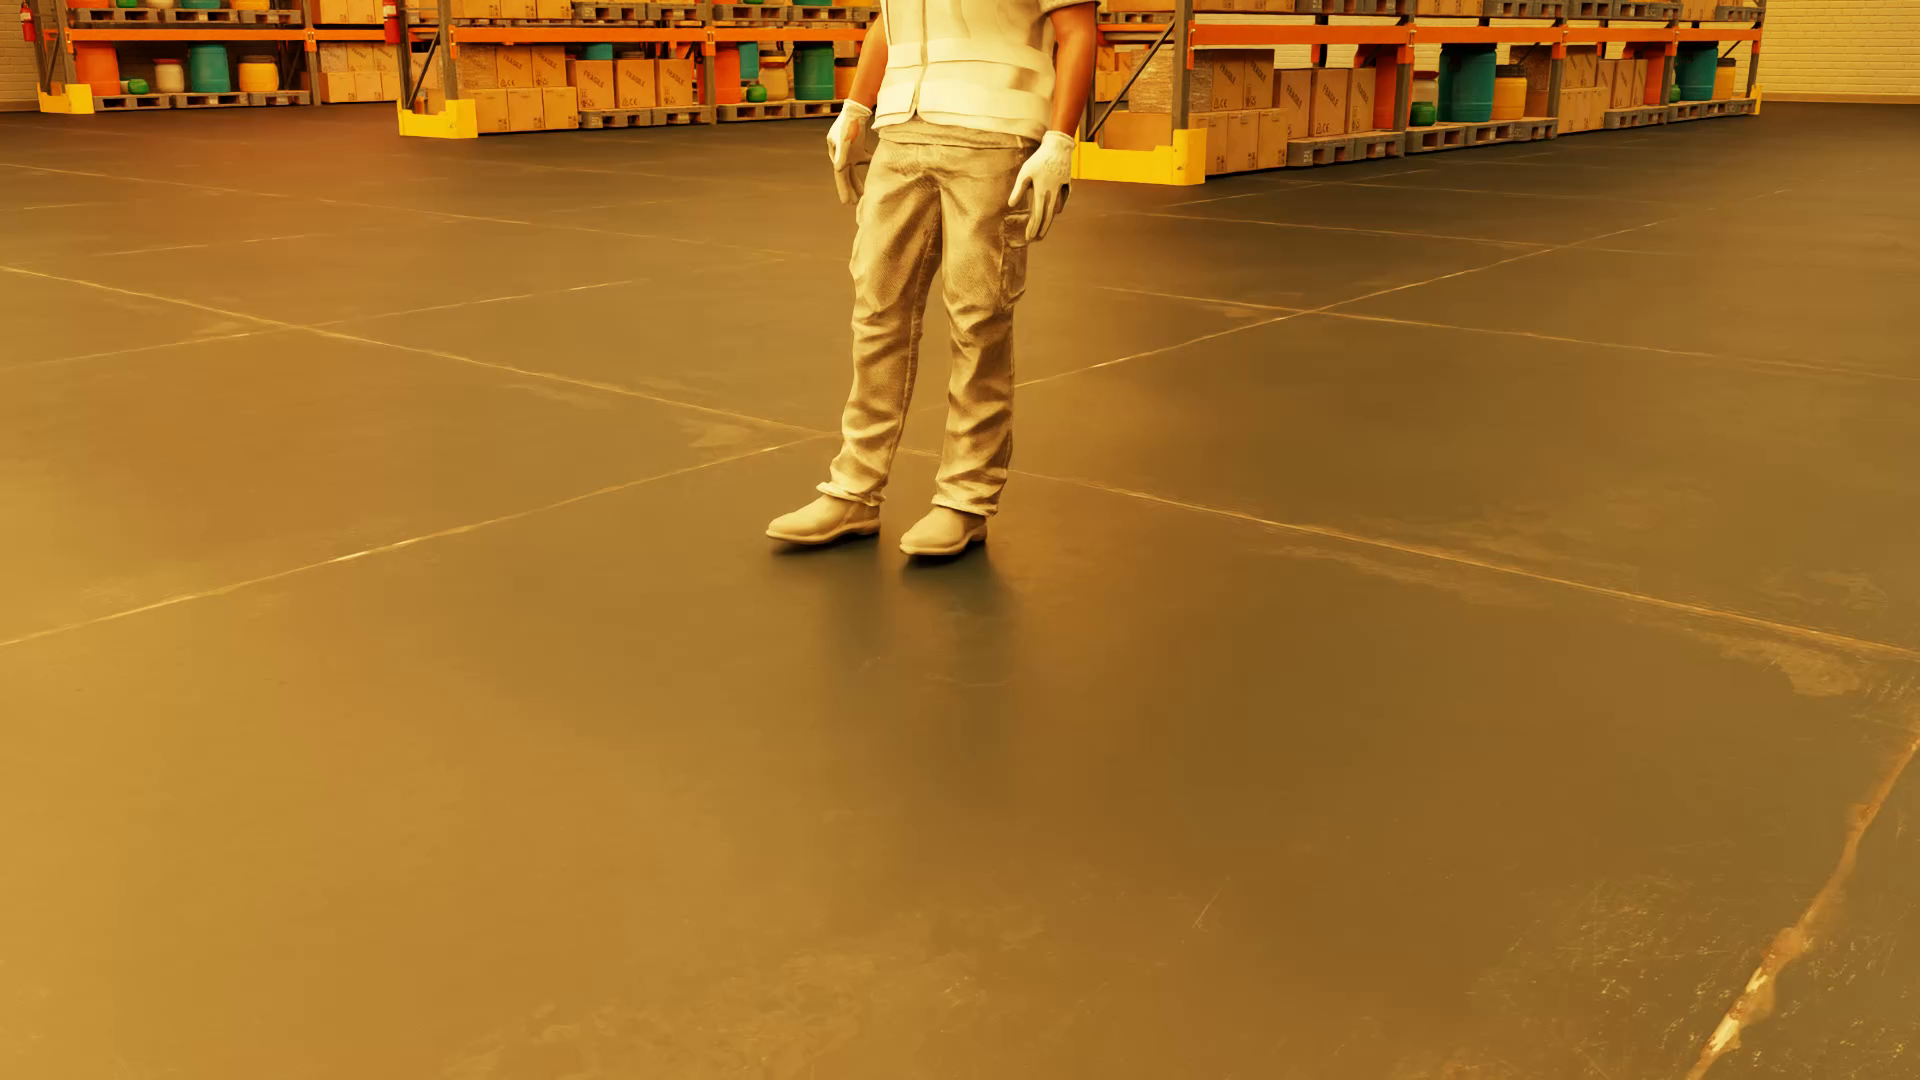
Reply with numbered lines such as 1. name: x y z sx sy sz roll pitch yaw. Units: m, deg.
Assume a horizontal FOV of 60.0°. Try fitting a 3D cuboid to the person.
1. person: -0.053 -0.846 3.632 0.657 1.785 0.575 13 21 37
